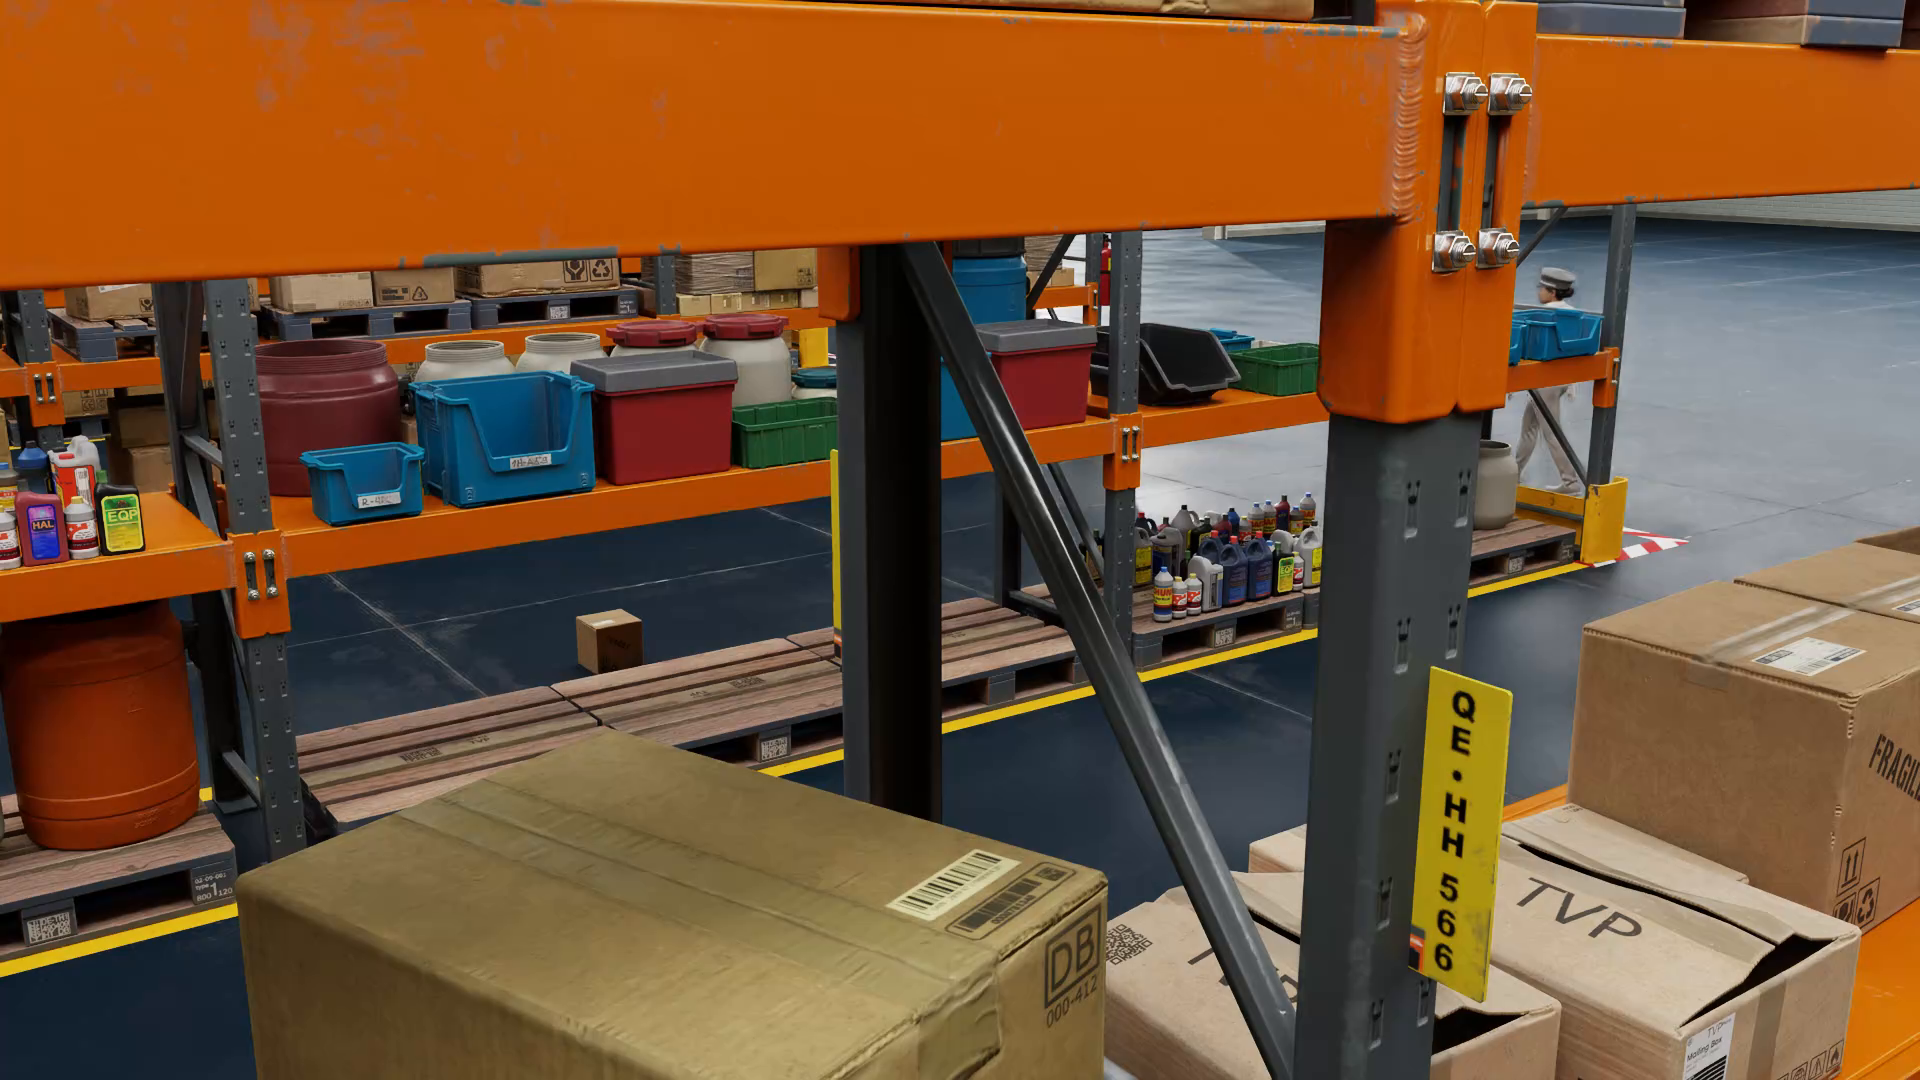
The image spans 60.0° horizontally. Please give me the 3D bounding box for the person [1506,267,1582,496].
[{"bbox_3d":[4.160,-1.143,12.017,0.797,1.656,0.539,13,19,41],"label":"person"}]
